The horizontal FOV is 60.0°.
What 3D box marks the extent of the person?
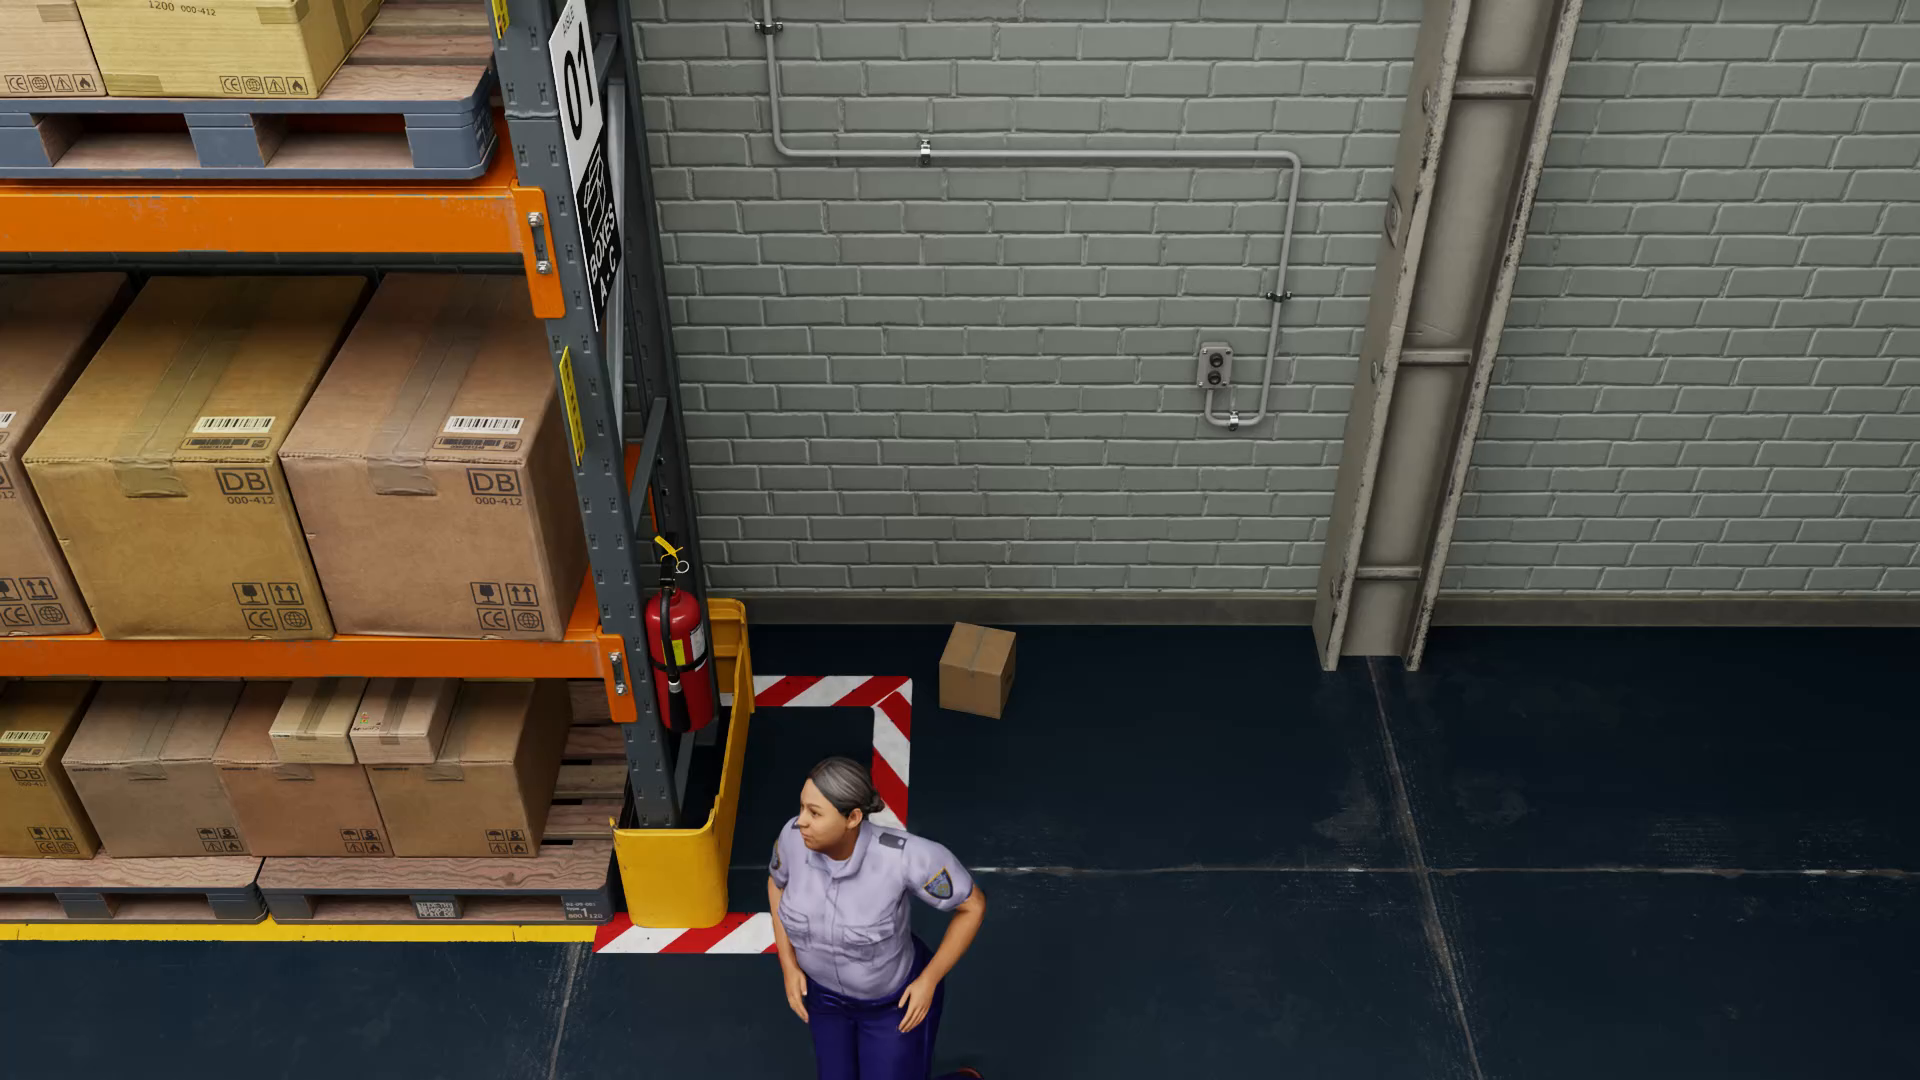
[{"bbox_3d":[-0.287,1.271,4.682,0.660,1.572,0.482,19,43,21],"label":"person"}]
